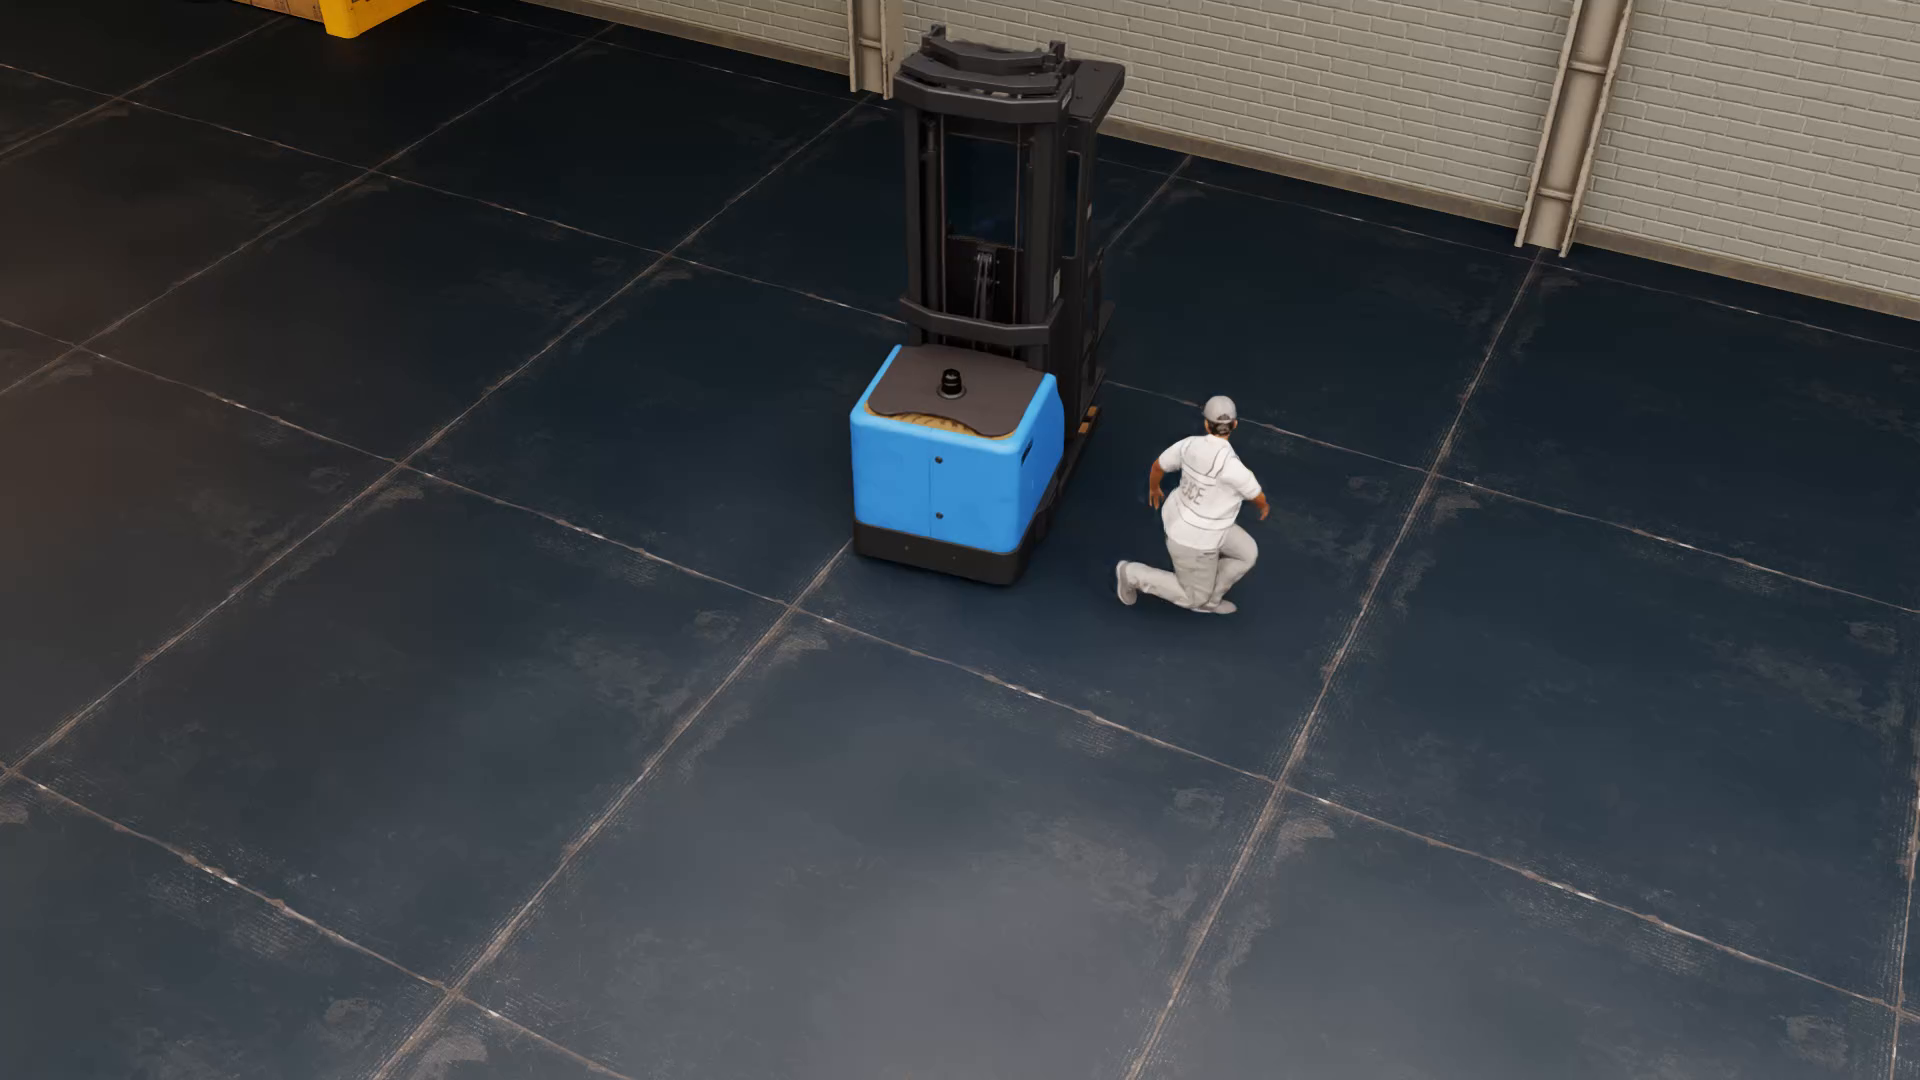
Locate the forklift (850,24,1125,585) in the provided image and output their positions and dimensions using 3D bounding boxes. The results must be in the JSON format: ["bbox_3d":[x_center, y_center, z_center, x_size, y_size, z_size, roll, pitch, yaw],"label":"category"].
[{"bbox_3d":[0.311,-1.812,10.138,1.130,2.935,3.031,12,42,14],"label":"forklift"}]

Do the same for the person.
[{"bbox_3d":[1.325,-0.152,9.371,0.846,1.444,0.597,0,40,0],"label":"person"}]
